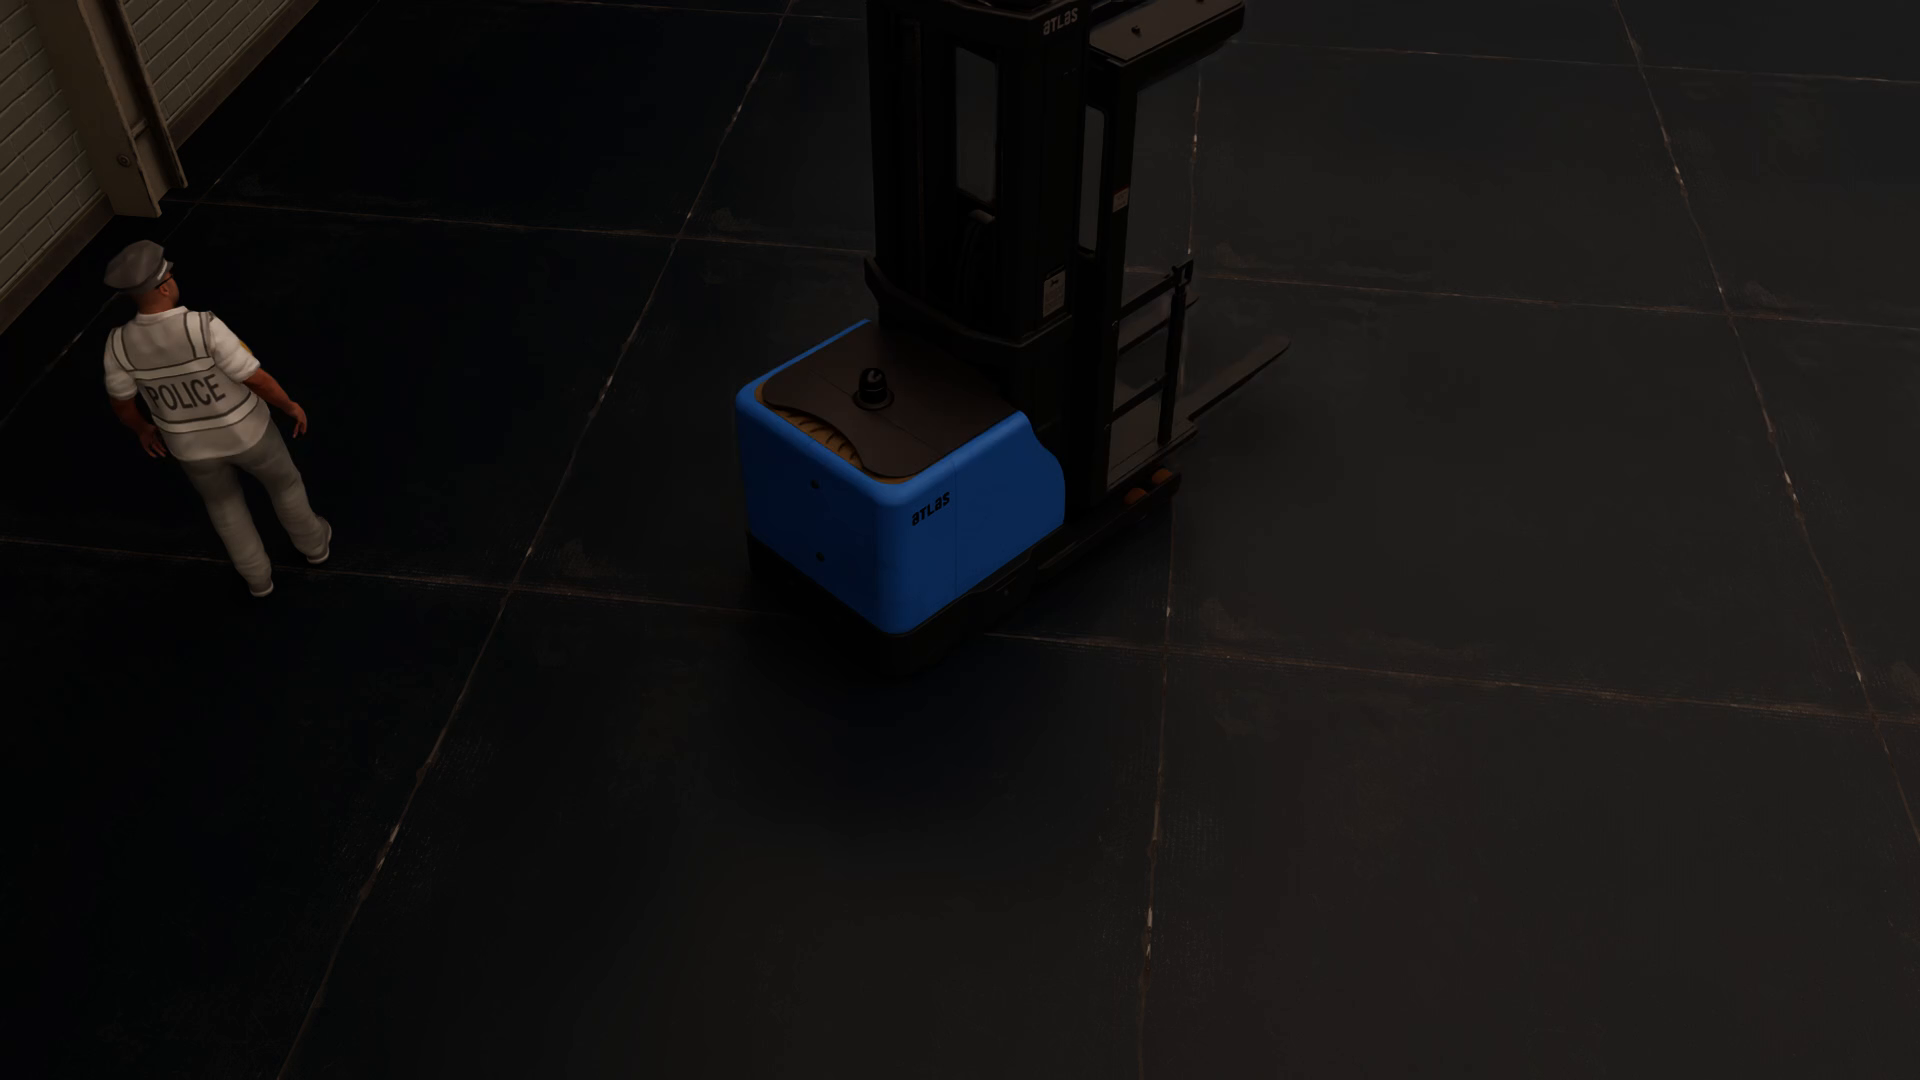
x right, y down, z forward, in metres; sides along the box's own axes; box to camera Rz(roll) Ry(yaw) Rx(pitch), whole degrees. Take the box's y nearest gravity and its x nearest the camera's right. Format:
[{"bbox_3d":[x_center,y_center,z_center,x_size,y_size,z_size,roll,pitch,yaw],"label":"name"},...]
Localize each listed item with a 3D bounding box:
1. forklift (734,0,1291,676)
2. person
[{"bbox_3d":[0.427,-1.388,7.236,1.130,2.935,3.031,34,52,31],"label":"forklift"},{"bbox_3d":[-3.190,-0.531,7.165,0.711,1.764,0.545,-9,43,-10],"label":"person"}]
